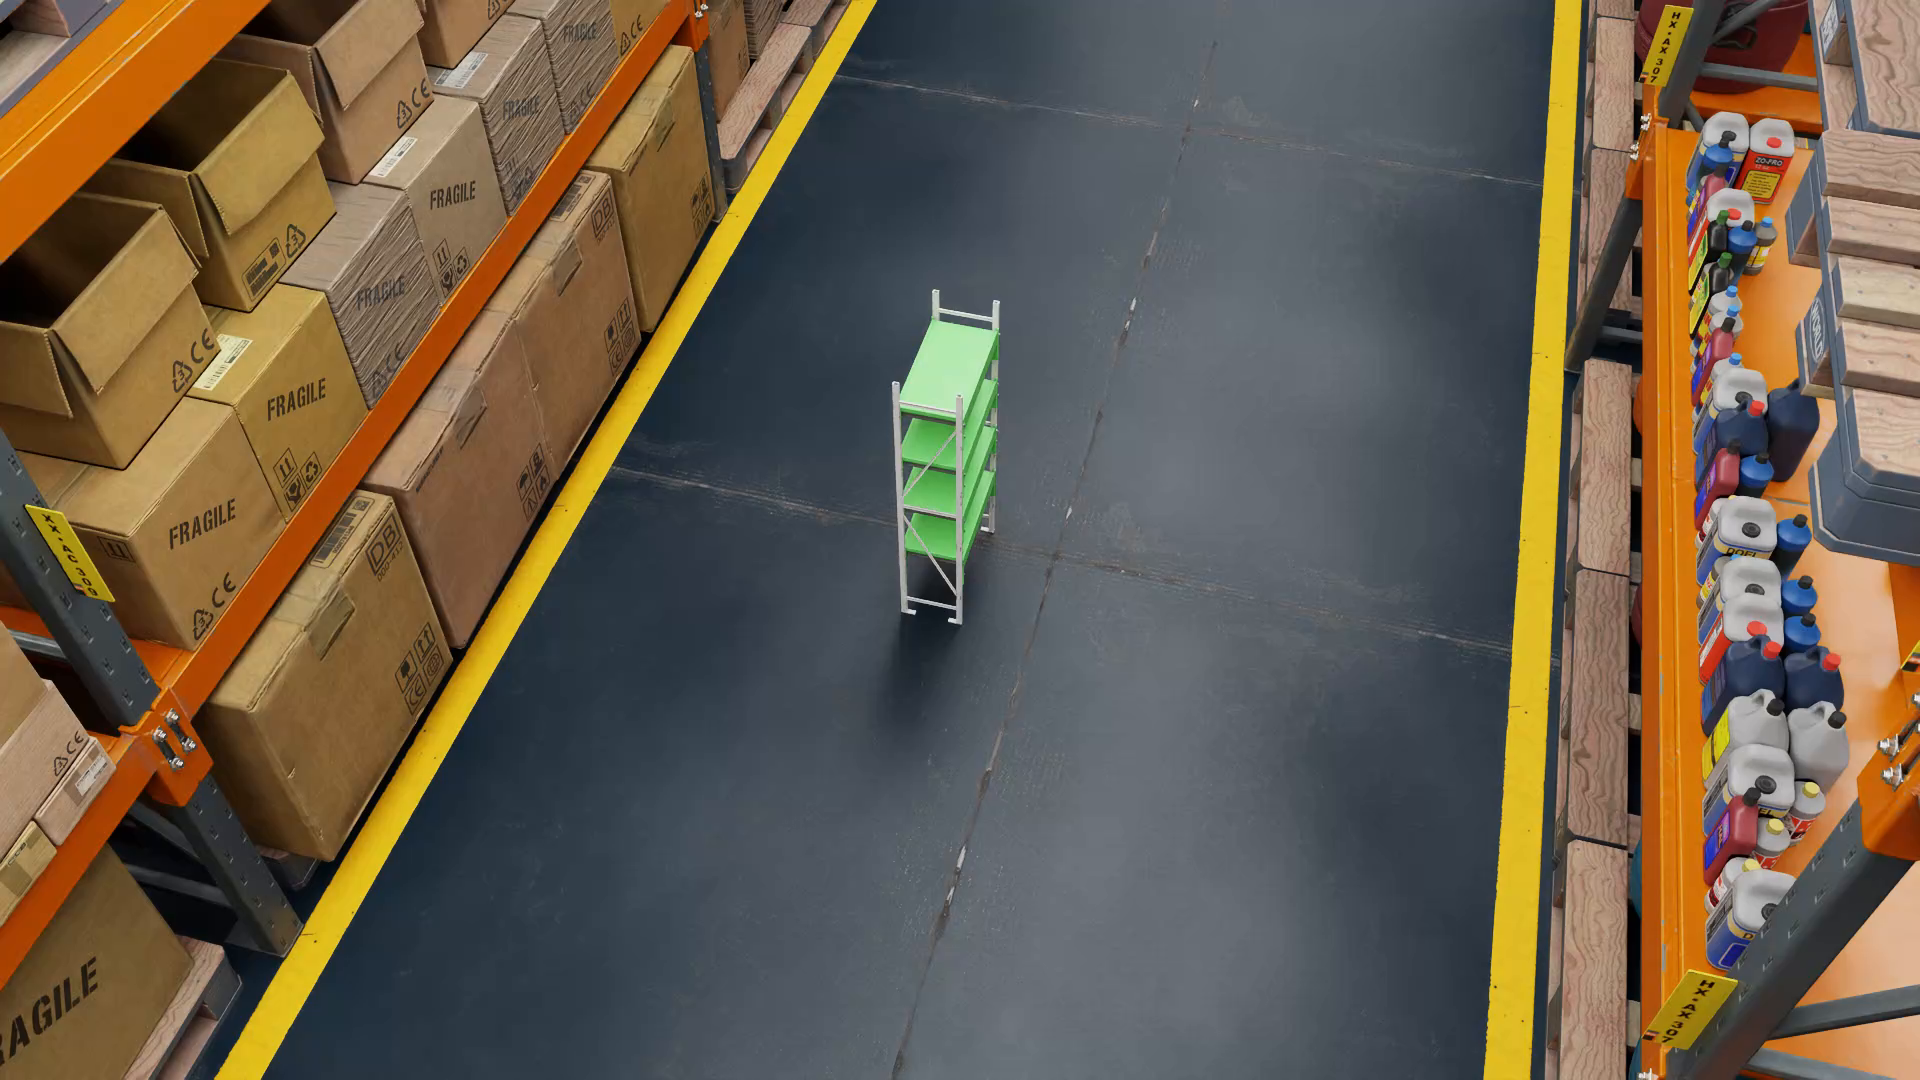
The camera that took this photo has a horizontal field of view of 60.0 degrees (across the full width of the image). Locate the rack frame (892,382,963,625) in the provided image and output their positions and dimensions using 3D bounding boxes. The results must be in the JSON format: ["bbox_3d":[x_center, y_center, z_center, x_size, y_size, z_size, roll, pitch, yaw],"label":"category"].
[{"bbox_3d":[-0.108,-0.101,5.958,0.240,1.200,0.015,12,50,10],"label":"rack frame"}]

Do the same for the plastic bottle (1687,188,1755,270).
[{"bbox_3d":[2.606,-1.051,5.679,0.152,0.276,0.135,12,50,10],"label":"plastic bottle"}]

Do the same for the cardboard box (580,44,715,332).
[{"bbox_3d":[-1.826,-1.594,7.212,1.225,0.875,0.875,9,49,8],"label":"cardboard box"}]

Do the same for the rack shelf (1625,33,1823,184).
[{"bbox_3d":[3.680,-2.885,7.694,1.077,0.370,4.000,12,50,10],"label":"rack shelf"}]

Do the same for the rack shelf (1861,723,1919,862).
[{"bbox_3d":[1.575,1.909,1.462,1.077,0.370,4.000,12,50,10],"label":"rack shelf"}]

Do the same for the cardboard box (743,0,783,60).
[{"bbox_3d":[-1.334,-2.864,8.570,0.700,0.500,0.500,8,49,7],"label":"cardboard box"}]

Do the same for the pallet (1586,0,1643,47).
[{"bbox_3d":[4.037,-3.071,9.238,1.003,0.211,1.213,12,50,10],"label":"pallet"}]

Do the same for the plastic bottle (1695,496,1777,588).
[{"bbox_3d":[2.218,0.015,4.737,0.152,0.276,0.135,12,50,10],"label":"plastic bottle"}]

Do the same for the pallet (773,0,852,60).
[{"bbox_3d":[-1.094,-3.175,9.330,1.003,0.211,1.213,12,50,10],"label":"pallet"}]

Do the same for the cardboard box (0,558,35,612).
[{"bbox_3d":[-2.818,-0.185,4.765,0.500,0.500,0.500,12,50,10],"label":"cardboard box"}]

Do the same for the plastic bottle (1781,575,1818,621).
[{"bbox_3d":[2.282,0.196,4.581,0.097,0.271,0.097,0,49,0],"label":"plastic bottle"}]

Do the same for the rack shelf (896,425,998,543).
[{"bbox_3d":[-0.044,-0.235,6.161,0.258,0.148,0.480,12,50,10],"label":"rack shelf"}]

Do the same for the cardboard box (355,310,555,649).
[{"bbox_3d":[-2.294,-0.309,6.078,1.225,0.875,0.875,10,49,9],"label":"cardboard box"}]

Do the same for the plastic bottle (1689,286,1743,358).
[{"bbox_3d":[2.453,-0.708,5.379,0.097,0.271,0.097,0,49,0],"label":"plastic bottle"}]

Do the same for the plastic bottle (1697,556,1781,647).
[{"bbox_3d":[2.157,0.183,4.589,0.152,0.276,0.135,12,50,10],"label":"plastic bottle"}]

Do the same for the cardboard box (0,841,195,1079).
[{"bbox_3d":[-2.928,1.266,4.688,0.875,0.875,0.875,12,50,10],"label":"cardboard box"}]

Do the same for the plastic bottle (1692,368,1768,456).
[{"bbox_3d":[2.363,-0.383,5.089,0.152,0.276,0.135,12,50,10],"label":"plastic bottle"}]

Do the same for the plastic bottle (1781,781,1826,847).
[{"bbox_3d":[2.114,0.681,4.200,0.097,0.201,0.097,0,49,0],"label":"plastic bottle"}]

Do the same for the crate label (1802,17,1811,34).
[{"bbox_3d":[3.676,-2.353,6.721,0.502,0.435,0.616,12,50,10],"label":"crate label"}]

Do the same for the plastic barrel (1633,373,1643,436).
[{"bbox_3d":[3.041,-0.740,6.488,0.600,0.830,0.708,12,50,10],"label":"plastic barrel"}]

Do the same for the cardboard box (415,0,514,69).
[{"bbox_3d":[-2.007,-2.022,5.717,0.797,0.503,0.637,13,50,11],"label":"cardboard box"}]

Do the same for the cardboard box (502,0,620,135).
[{"bbox_3d":[-1.652,-1.921,6.297,0.500,0.500,0.500,11,50,10],"label":"cardboard box"}]

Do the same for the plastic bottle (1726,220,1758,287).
[{"bbox_3d":[2.608,-0.959,5.600,0.097,0.271,0.097,0,49,0],"label":"plastic bottle"}]

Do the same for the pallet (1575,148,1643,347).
[{"bbox_3d":[3.395,-1.306,7.681,1.003,0.211,1.213,12,50,10],"label":"pallet"}]

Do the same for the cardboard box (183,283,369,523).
[{"bbox_3d":[-2.184,-0.440,4.990,0.500,0.500,0.500,12,50,10],"label":"cardboard box"}]

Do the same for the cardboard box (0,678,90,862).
[{"bbox_3d":[-2.540,0.562,4.074,0.500,0.250,0.500,11,49,9],"label":"cardboard box"}]

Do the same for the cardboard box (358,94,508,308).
[{"bbox_3d":[-1.921,-1.177,5.640,0.500,0.500,0.500,12,50,11],"label":"cardboard box"}]

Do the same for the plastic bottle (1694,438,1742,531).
[{"bbox_3d":[2.235,-0.163,4.890,0.061,0.283,0.133,12,50,10],"label":"plastic bottle"}]

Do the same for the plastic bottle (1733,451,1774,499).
[{"bbox_3d":[2.316,-0.157,4.892,0.097,0.271,0.097,0,49,0],"label":"plastic bottle"}]

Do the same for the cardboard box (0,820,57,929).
[{"bbox_3d":[-2.509,0.795,4.134,0.380,0.149,0.250,12,50,11],"label":"cardboard box"}]

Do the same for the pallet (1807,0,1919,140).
[{"bbox_3d":[2.509,-1.120,3.782,1.003,0.211,1.213,12,50,10],"label":"pallet"}]

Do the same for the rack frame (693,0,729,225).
[{"bbox_3d":[-1.625,-2.653,7.010,1.000,3.000,0.127,12,50,10],"label":"rack frame"}]

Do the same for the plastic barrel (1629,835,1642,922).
[{"bbox_3d":[2.447,0.870,5.019,0.600,0.901,0.708,12,50,10],"label":"plastic barrel"}]

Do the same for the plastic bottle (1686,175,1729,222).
[{"bbox_3d":[2.645,-1.212,5.870,0.097,0.201,0.097,0,49,0],"label":"plastic bottle"}]

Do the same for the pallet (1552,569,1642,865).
[{"bbox_3d":[2.663,0.705,5.906,1.003,0.211,1.213,12,50,10],"label":"pallet"}]

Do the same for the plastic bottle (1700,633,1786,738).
[{"bbox_3d":[2.076,0.371,4.374,0.144,0.351,0.185,12,50,10],"label":"plastic bottle"}]

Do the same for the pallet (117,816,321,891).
[{"bbox_3d":[-2.547,0.590,6.008,1.003,0.211,1.213,12,50,10],"label":"pallet"}]

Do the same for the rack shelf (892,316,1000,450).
[{"bbox_3d":[-0.044,-0.553,5.801,0.258,0.148,0.480,12,50,10],"label":"rack shelf"}]

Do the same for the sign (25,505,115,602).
[{"bbox_3d":[-2.142,0.036,4.006,0.100,0.325,0.005,12,50,10],"label":"sign"}]

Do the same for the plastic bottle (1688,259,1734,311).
[{"bbox_3d":[2.514,-0.851,5.552,0.097,0.201,0.097,0,49,0],"label":"plastic bottle"}]

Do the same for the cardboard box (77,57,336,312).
[{"bbox_3d":[-2.325,-1.083,4.888,0.797,0.503,0.637,12,50,10],"label":"cardboard box"}]

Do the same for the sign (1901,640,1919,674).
[{"bbox_3d":[1.571,0.112,2.563,0.100,0.325,0.005,12,50,10],"label":"sign"}]

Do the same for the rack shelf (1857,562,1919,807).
[{"bbox_3d":[2.627,-0.984,4.016,1.077,0.370,4.000,12,50,10],"label":"rack shelf"}]

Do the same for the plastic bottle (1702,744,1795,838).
[{"bbox_3d":[1.989,0.645,4.181,0.152,0.276,0.135,12,50,10],"label":"plastic bottle"}]

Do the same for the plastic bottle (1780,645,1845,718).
[{"bbox_3d":[2.215,0.399,4.349,0.144,0.351,0.185,12,50,10],"label":"plastic bottle"}]

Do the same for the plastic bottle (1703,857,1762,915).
[{"bbox_3d":[1.897,0.845,4.055,0.097,0.201,0.097,0,49,0],"label":"plastic bottle"}]

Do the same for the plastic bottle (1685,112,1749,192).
[{"bbox_3d":[2.728,-1.386,5.974,0.152,0.276,0.135,12,50,10],"label":"plastic bottle"}]

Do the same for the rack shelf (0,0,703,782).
[{"bbox_3d":[-2.151,-0.969,6.003,1.077,0.370,4.000,12,50,10],"label":"rack shelf"}]

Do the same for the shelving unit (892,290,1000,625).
[{"bbox_3d":[-0.044,-0.277,6.113,0.258,1.200,0.503,12,50,10],"label":"shelving unit"}]

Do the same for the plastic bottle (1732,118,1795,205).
[{"bbox_3d":[2.875,-1.356,5.947,0.152,0.276,0.135,12,50,10],"label":"plastic bottle"}]

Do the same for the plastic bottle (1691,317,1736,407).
[{"bbox_3d":[2.380,-0.561,5.241,0.061,0.283,0.133,12,50,10],"label":"plastic bottle"}]
